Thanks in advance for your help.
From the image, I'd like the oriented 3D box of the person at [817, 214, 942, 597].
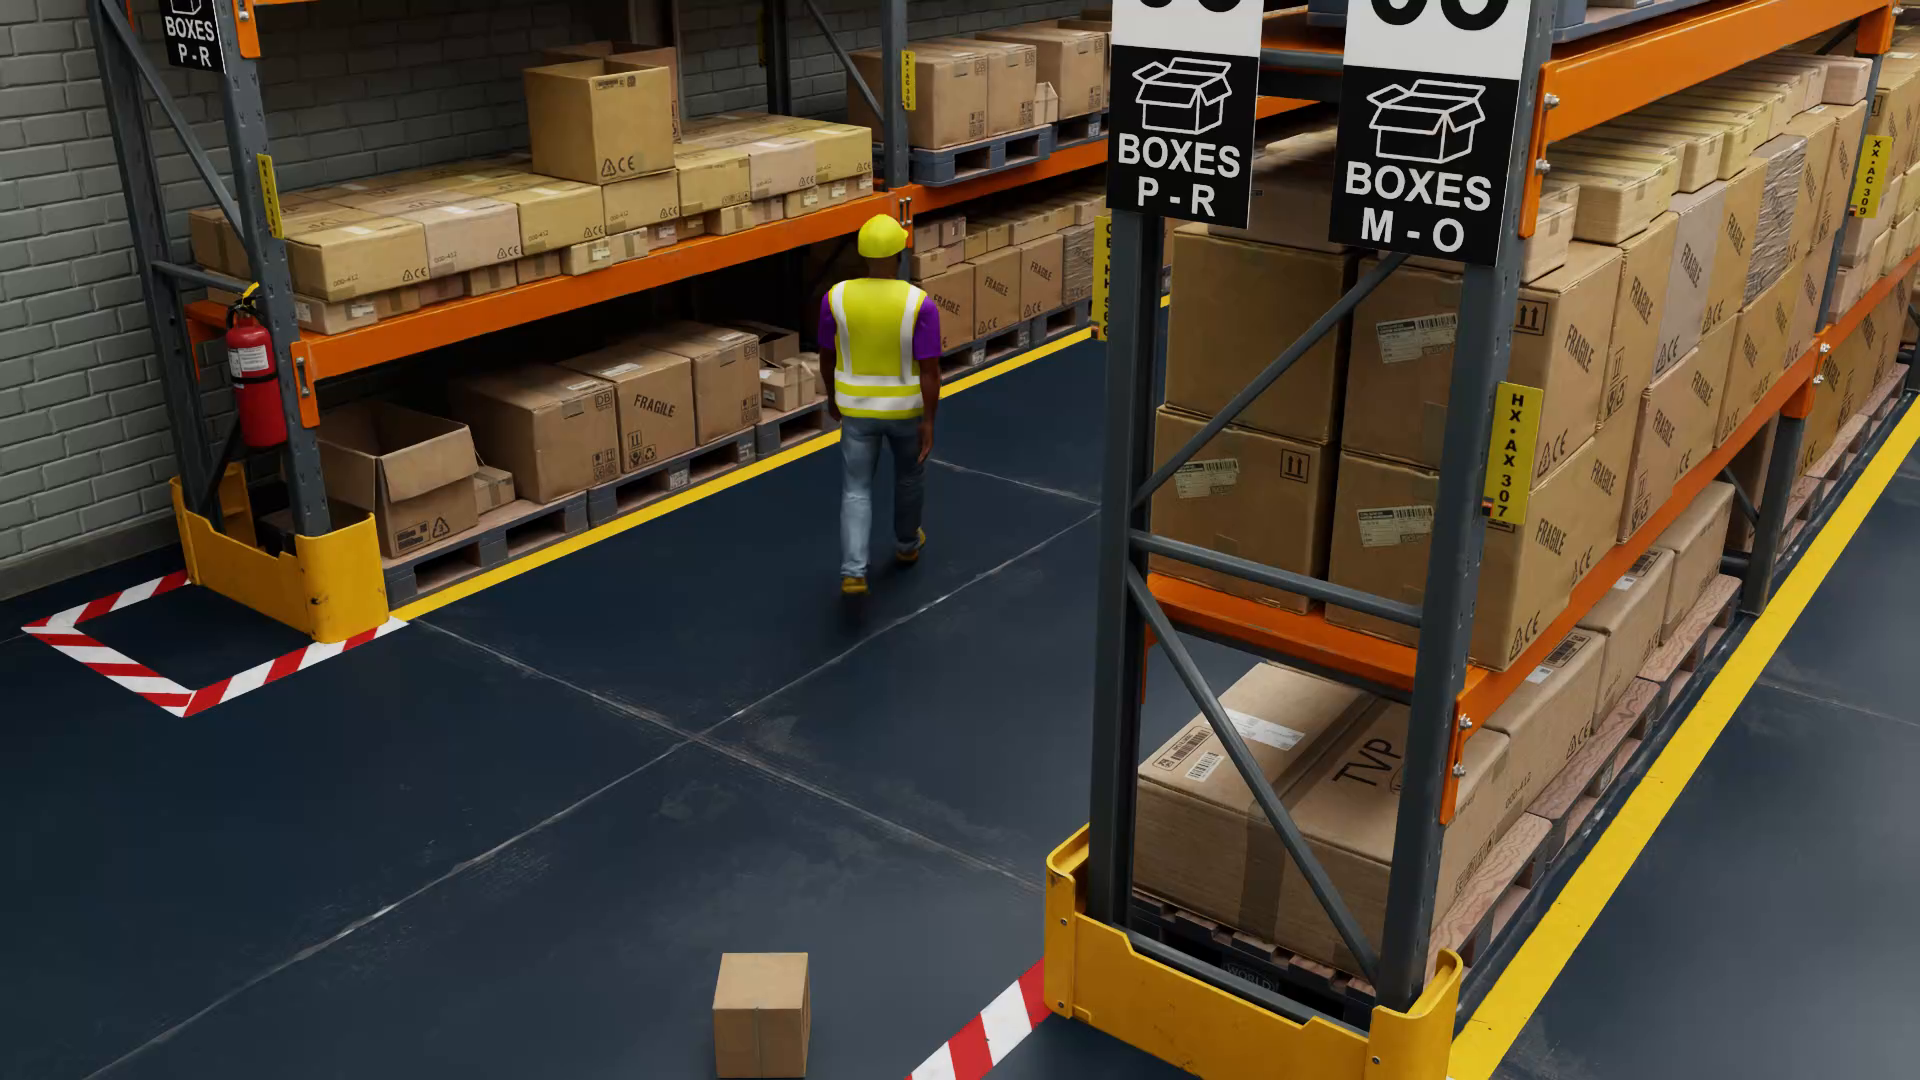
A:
[{"bbox_3d":[-0.353,-0.603,7.461,0.562,1.728,1.019,2,23,4],"label":"person"}]
